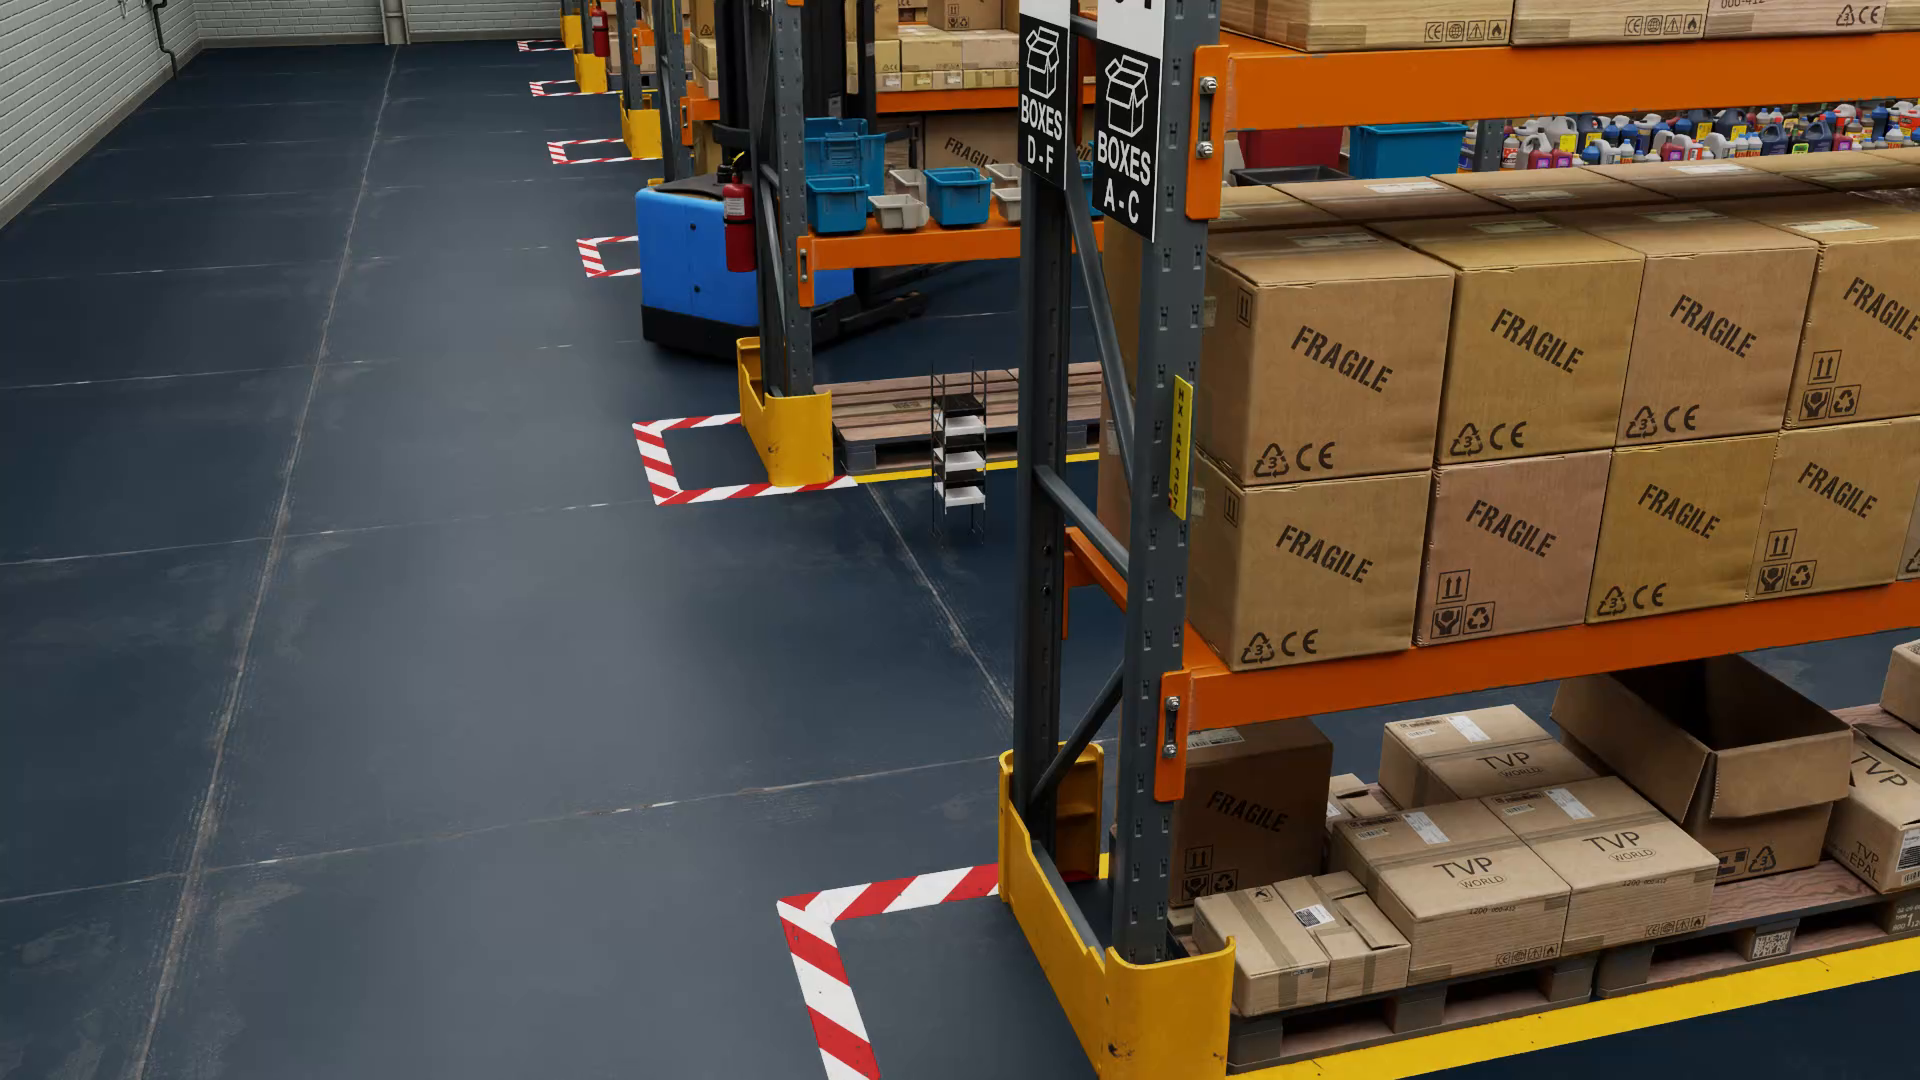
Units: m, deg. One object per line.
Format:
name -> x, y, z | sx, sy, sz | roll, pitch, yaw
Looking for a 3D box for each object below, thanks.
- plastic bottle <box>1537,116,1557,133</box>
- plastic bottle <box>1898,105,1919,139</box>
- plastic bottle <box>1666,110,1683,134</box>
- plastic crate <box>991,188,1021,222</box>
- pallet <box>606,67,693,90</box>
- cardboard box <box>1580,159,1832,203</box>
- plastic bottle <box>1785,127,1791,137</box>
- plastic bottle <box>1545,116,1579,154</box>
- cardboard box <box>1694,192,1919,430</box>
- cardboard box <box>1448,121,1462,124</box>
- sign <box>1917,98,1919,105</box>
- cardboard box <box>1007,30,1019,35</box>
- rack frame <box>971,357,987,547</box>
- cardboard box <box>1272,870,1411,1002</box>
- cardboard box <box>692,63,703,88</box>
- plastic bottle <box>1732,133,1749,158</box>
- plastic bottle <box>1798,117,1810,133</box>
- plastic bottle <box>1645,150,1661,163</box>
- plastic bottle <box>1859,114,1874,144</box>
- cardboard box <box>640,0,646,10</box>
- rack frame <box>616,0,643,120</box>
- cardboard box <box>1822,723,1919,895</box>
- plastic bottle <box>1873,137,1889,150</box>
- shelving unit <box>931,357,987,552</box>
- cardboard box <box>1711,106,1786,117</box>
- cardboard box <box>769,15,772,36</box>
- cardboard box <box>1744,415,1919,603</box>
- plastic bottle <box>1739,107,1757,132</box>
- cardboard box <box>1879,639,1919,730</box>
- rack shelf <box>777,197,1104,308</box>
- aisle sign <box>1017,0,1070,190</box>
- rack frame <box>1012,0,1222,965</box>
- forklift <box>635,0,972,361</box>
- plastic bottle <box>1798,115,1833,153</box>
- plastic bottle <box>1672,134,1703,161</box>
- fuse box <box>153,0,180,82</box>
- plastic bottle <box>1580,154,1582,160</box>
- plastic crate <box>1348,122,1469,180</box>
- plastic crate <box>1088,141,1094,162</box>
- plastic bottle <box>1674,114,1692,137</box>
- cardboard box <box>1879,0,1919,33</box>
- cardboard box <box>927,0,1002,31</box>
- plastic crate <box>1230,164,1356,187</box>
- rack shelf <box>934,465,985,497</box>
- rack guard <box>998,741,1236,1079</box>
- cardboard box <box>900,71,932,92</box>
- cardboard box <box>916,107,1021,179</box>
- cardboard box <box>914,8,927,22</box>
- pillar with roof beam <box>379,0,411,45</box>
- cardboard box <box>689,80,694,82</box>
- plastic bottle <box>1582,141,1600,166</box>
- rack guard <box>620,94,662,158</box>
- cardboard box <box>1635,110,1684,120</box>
plastic bottle -> 3.674, -2.527, 10.398 | 0.185, 0.351, 0.144 | -6, 24, -14
plastic bottle -> 6.266, -2.716, 10.932 | 0.135, 0.276, 0.152 | -6, 24, -14
plastic bottle -> 4.571, -2.612, 10.682 | 0.133, 0.283, 0.061 | -6, 24, -14
plastic crate -> 0.338, -1.784, 8.863 | 0.298, 0.136, 0.250 | -6, 24, -14
pallet -> -4.240, -6.378, 22.846 | 1.213, 0.211, 1.003 | -6, 24, -14
cardboard box -> 2.194, -0.844, 5.017 | 0.500, 0.500, 0.500 | -6, 24, -13
plastic bottle -> 5.032, -2.362, 10.100 | 0.133, 0.283, 0.061 | -6, 24, -14
plastic bottle -> 3.713, -2.472, 10.270 | 0.185, 0.351, 0.144 | -6, 24, -14
cardboard box -> 2.333, -0.638, 4.537 | 0.500, 0.500, 0.500 | -7, 24, -15
cardboard box -> 3.861, -3.693, 15.215 | 0.875, 0.875, 1.225 | -6, 24, -14
sign -> 6.574, -3.037, 11.316 | 0.005, 0.325, 0.100 | -6, 24, -14
cardboard box -> 0.688, -4.073, 13.752 | 0.500, 0.250, 0.500 | -6, 24, -13
rack frame -> 0.090, -0.424, 8.096 | 0.006, 0.900, 0.240 | -6, 24, -14
cardboard box -> 1.098, 1.139, 4.828 | 0.250, 0.166, 0.380 | -6, 24, -14
cardboard box -> -2.057, -3.829, 13.689 | 0.250, 0.149, 0.380 | -6, 24, -13
plastic bottle -> 4.660, -2.298, 9.966 | 0.097, 0.271, 0.097 | 0, 23, 0
plastic bottle -> 5.532, -2.674, 10.929 | 0.097, 0.201, 0.097 | 0, 23, 0
plastic bottle -> 4.085, -2.203, 9.831 | 0.097, 0.201, 0.097 | 0, 23, 0
plastic bottle -> 6.012, -2.727, 11.053 | 0.097, 0.201, 0.097 | 0, 23, 0
cardboard box -> -3.191, -6.004, 17.935 | 0.500, 0.500, 0.500 | -6, 24, -13
rack frame -> -3.554, -5.676, 17.674 | 0.127, 3.000, 1.000 | -6, 24, -14
cardboard box -> 3.018, 0.835, 5.352 | 0.500, 0.311, 0.500 | -6, 24, -14
plastic bottle -> 5.648, -2.376, 10.234 | 0.097, 0.201, 0.097 | 0, 23, 0
shelving unit -> -0.008, -0.413, 8.071 | 0.210, 0.900, 0.258 | -6, 24, -14
cardboard box -> 7.643, -3.953, 16.271 | 0.500, 0.500, 0.700 | -8, 25, -19
cardboard box -> -1.295, -4.196, 13.088 | 0.500, 0.500, 0.500 | -7, 24, -16
cardboard box -> 2.321, -0.176, 4.728 | 0.500, 0.500, 0.500 | -6, 24, -14
plastic bottle -> 5.100, -2.671, 10.819 | 0.133, 0.283, 0.061 | -6, 24, -14
cardboard box -> 3.750, 0.549, 6.018 | 0.500, 0.311, 0.500 | -6, 24, -14
rack shelf -> 0.952, -1.784, 9.516 | 4.000, 0.370, 1.077 | -6, 24, -14
aisle sign -> 0.213, -1.324, 4.235 | 0.004, 0.787, 0.394 | -6, 24, -14
rack frame -> 0.361, -0.021, 4.494 | 0.127, 3.000, 1.000 | -6, 24, -14
forklift -> -0.884, -3.013, 11.554 | 1.130, 2.935, 3.031 | 16, 28, 32
plastic bottle -> 5.190, -2.403, 10.109 | 0.185, 0.351, 0.144 | -6, 24, -14
plastic bottle -> 4.318, -2.274, 9.903 | 0.135, 0.276, 0.152 | -6, 24, -14
fuse box -> -10.838, -7.156, 22.757 | 0.414, 1.711, 0.539 | -6, 24, -14
plastic bottle -> 3.727, -2.225, 9.884 | 0.097, 0.201, 0.097 | 0, 23, 0
plastic crate -> 2.521, -2.169, 9.444 | 0.575, 0.384, 0.392 | -6, 24, -14
plastic crate -> 0.935, -2.168, 9.635 | 0.300, 0.233, 0.416 | -6, 24, -14
plastic bottle -> 4.609, -2.579, 10.619 | 0.097, 0.271, 0.097 | 0, 23, 0
cardboard box -> 2.370, -1.446, 4.203 | 0.500, 0.250, 0.500 | -6, 24, -14
cardboard box -> 0.034, -4.560, 13.935 | 0.500, 0.500, 0.500 | -7, 24, -16
plastic crate -> 1.873, -2.008, 9.397 | 0.590, 0.125, 0.437 | -6, 24, -14
rack shelf -> -0.008, -0.299, 8.119 | 0.200, 0.077, 0.258 | -6, 24, -14
rack guard -> 0.434, 1.120, 5.006 | 0.348, 0.500, 1.175 | -6, 24, -14
cardboard box -> -0.400, -3.743, 13.489 | 0.250, 0.149, 0.380 | -7, 24, -16
cardboard box -> 0.016, -3.289, 14.273 | 0.875, 0.875, 0.875 | -6, 24, -14
cardboard box -> -0.406, -5.793, 18.264 | 0.250, 0.149, 0.380 | -5, 24, -12
pillar with roof beam -> -8.009, -10.606, 21.556 | 0.400, 9.000, 9.100 | -6, 24, -14
cardboard box -> -2.855, -4.990, 18.403 | 0.250, 0.149, 0.380 | -6, 24, -13
plastic bottle -> 3.675, -2.189, 9.712 | 0.097, 0.271, 0.097 | 0, 23, 0
rack guard -> -3.481, -4.535, 18.186 | 0.348, 0.500, 1.175 | -6, 24, -14
cardboard box -> 6.536, -4.175, 15.838 | 0.500, 0.250, 0.500 | -4, 23, -8
